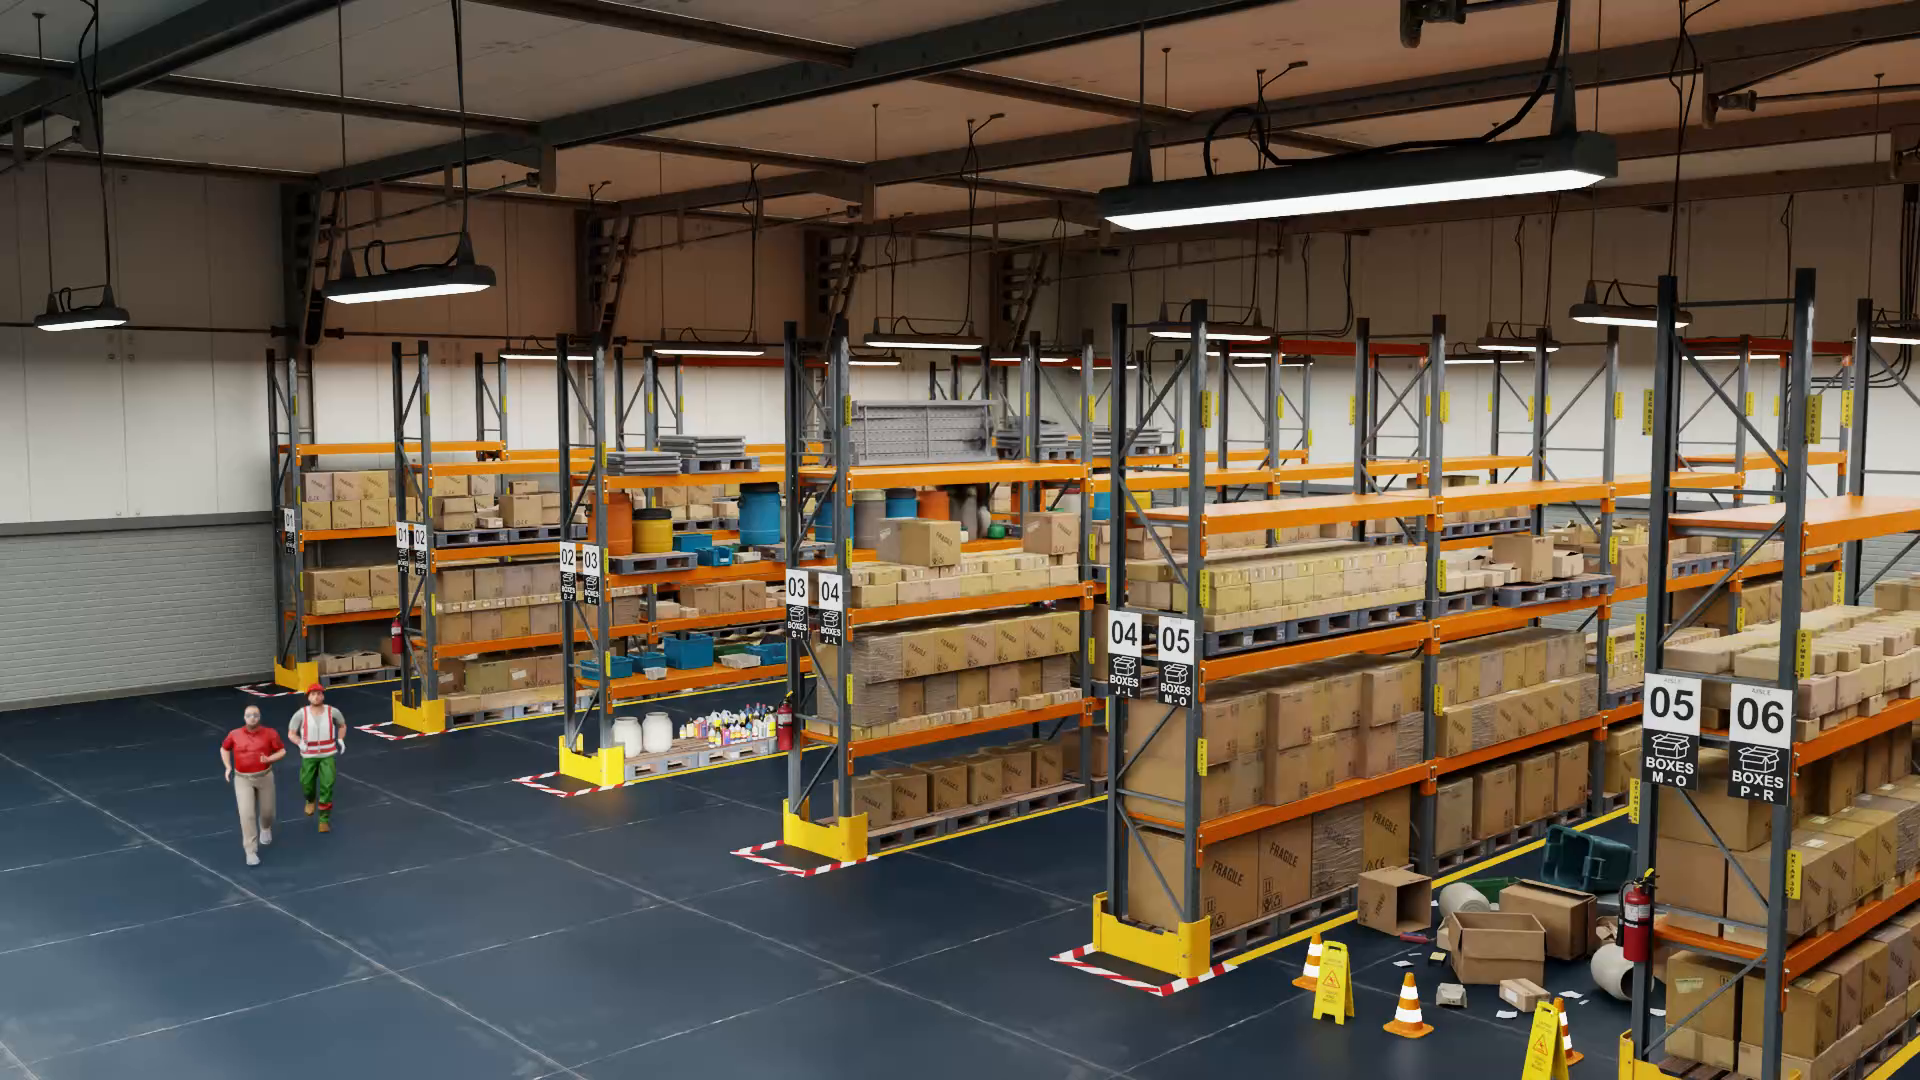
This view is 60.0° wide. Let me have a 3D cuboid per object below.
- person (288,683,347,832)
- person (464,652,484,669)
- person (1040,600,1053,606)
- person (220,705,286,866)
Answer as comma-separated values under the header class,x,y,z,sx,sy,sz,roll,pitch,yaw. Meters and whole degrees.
class,x,y,z,sx,sy,sz,roll,pitch,yaw
person,-7.667,2.575,19.888,0.663,1.744,0.761,-2,5,-24
person,-8.185,1.851,28.121,0.685,1.844,0.794,4,7,40
person,1.722,1.467,32.627,0.661,1.777,0.922,3,6,35
person,-7.884,2.694,18.578,0.672,1.700,0.953,-2,5,-24
